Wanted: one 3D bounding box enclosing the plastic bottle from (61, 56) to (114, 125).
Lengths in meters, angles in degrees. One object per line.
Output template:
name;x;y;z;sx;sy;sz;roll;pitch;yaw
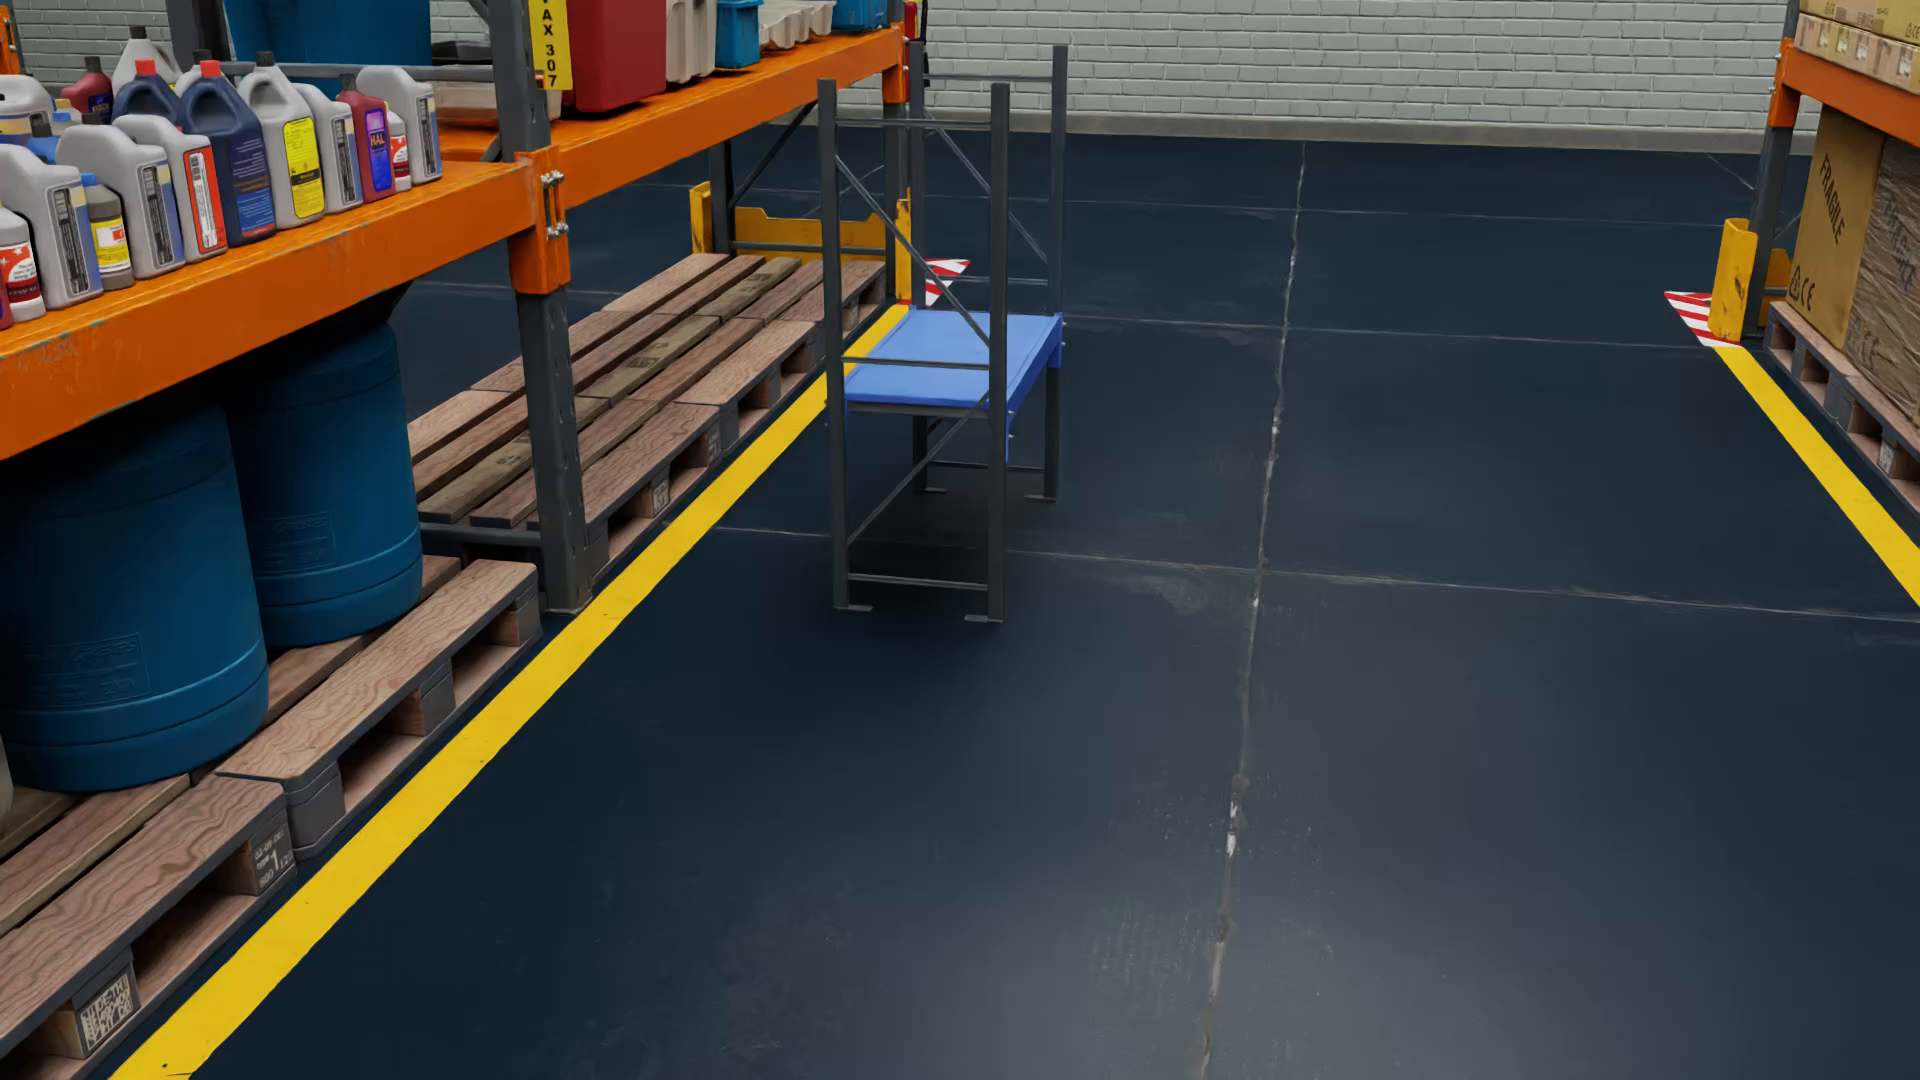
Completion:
plastic bottle;-2.103;-1.022;4.032;0.061;0.283;0.133;4;22;11

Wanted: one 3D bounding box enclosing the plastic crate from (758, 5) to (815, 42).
plastic crate;-0.829;-2.178;7.019;0.396;0.136;0.243;4;22;11

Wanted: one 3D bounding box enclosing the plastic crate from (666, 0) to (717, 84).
plastic crate;-1.091;-1.744;5.747;0.437;0.282;0.530;4;22;11

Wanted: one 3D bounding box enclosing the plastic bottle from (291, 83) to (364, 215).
plastic bottle;-1.422;-0.867;3.656;0.152;0.276;0.135;4;22;11

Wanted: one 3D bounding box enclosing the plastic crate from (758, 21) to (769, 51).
plastic crate;-0.904;-1.965;6.489;0.298;0.136;0.250;4;22;11

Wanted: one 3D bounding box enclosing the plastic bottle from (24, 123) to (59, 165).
plastic bottle;-1.678;-0.634;3.084;0.097;0.271;0.097;0;22;0

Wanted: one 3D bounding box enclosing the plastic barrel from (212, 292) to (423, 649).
plastic barrel;-1.711;-0.250;4.207;0.600;0.901;0.708;4;22;11

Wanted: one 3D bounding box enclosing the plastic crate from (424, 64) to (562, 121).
plastic crate;-1.348;-1.291;4.818;0.396;0.136;0.243;4;22;11

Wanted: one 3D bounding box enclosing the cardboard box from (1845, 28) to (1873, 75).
cardboard box;3.531;-1.808;6.163;0.380;0.149;0.250;4;22;10

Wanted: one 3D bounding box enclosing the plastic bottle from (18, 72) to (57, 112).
plastic bottle;-2.128;-0.937;3.838;0.097;0.271;0.097;0;22;0

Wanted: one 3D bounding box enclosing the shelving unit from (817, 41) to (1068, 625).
shelving unit;-0.017;-0.664;4.996;0.538;1.500;1.048;4;22;11

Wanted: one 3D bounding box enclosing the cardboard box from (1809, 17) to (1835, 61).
cardboard box;3.635;-1.997;6.633;0.380;0.149;0.250;4;22;10

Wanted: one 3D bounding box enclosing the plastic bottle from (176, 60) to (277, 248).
plastic bottle;-1.488;-0.775;3.329;0.144;0.351;0.185;4;22;11

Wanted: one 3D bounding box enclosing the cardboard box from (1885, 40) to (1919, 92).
cardboard box;3.426;-1.620;5.698;0.380;0.149;0.250;4;22;10

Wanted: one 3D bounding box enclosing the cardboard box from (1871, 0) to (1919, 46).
cardboard box;3.514;-1.851;5.737;0.500;0.250;0.500;4;22;9

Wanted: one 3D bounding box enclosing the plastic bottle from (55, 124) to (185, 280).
plastic bottle;-1.552;-0.633;3.076;0.152;0.276;0.135;4;22;11

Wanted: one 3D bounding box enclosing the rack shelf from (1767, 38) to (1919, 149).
rack shelf;3.674;-1.247;5.397;1.077;0.370;4.000;4;22;11

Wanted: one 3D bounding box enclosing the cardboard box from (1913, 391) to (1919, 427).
cardboard box;3.662;-0.623;5.166;0.875;0.875;0.875;4;22;11

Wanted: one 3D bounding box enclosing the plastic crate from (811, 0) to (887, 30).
plastic crate;-0.652;-2.597;7.659;0.616;0.435;0.499;4;22;11

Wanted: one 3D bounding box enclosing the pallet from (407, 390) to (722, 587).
pallet;-1.471;-0.205;5.580;1.003;0.211;1.213;4;22;11

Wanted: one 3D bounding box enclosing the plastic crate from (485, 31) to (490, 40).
plastic crate;-1.522;-1.792;6.060;0.293;0.136;0.466;4;22;11

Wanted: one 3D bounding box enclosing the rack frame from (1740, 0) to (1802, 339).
rack frame;4.082;-2.312;7.079;1.000;3.000;0.127;4;22;11

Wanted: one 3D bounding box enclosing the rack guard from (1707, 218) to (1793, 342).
rack guard;4.087;-1.161;7.568;1.175;0.500;0.348;4;22;11

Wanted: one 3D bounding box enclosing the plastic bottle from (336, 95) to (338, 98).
plastic bottle;-1.473;-0.968;4.009;0.097;0.201;0.097;0;22;0

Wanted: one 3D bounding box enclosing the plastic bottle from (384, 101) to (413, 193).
plastic bottle;-1.344;-0.921;3.891;0.097;0.201;0.097;0;22;0

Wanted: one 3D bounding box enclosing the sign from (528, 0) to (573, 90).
sign;-1.045;-1.312;4.226;0.100;0.325;0.005;4;22;11

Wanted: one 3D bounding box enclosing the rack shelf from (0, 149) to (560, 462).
rack shelf;-1.991;-0.161;2.702;1.077;0.370;4.000;4;22;11

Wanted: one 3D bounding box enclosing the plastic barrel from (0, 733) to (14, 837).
plastic barrel;-2.058;0.389;3.141;0.421;0.512;0.421;0;22;0

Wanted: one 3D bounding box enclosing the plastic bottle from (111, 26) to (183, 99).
plastic bottle;-1.980;-1.085;4.098;0.144;0.351;0.185;4;22;11

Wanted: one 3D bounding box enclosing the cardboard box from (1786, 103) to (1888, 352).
cardboard box;4.030;-1.281;6.801;0.875;0.875;0.875;4;22;11

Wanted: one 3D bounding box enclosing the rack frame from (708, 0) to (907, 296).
rack frame;-0.767;-2.689;8.016;1.000;3.000;0.127;4;22;11

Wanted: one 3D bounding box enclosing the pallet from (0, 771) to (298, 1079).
pallet;-2.028;0.793;3.101;1.003;0.211;1.213;4;22;11

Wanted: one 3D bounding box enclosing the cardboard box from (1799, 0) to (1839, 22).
cardboard box;3.720;-2.225;6.666;0.500;0.250;0.500;4;22;9

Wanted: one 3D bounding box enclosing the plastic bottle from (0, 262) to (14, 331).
plastic bottle;-1.602;-0.463;2.645;0.061;0.283;0.133;4;22;11

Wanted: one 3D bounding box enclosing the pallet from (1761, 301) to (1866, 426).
pallet;3.995;-0.720;6.859;1.003;0.211;1.213;4;22;11

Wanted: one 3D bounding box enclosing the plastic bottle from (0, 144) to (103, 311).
plastic bottle;-1.599;-0.548;2.865;0.152;0.276;0.135;4;22;11

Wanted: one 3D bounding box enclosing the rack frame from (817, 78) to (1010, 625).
rack frame;-0.121;-0.479;4.534;0.500;1.500;0.032;4;22;11

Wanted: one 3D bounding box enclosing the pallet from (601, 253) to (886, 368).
pallet;-0.973;-1.097;7.796;1.003;0.211;1.213;4;22;11

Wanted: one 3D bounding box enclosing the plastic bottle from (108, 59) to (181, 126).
plastic bottle;-1.629;-0.786;3.356;0.144;0.351;0.185;4;22;11
